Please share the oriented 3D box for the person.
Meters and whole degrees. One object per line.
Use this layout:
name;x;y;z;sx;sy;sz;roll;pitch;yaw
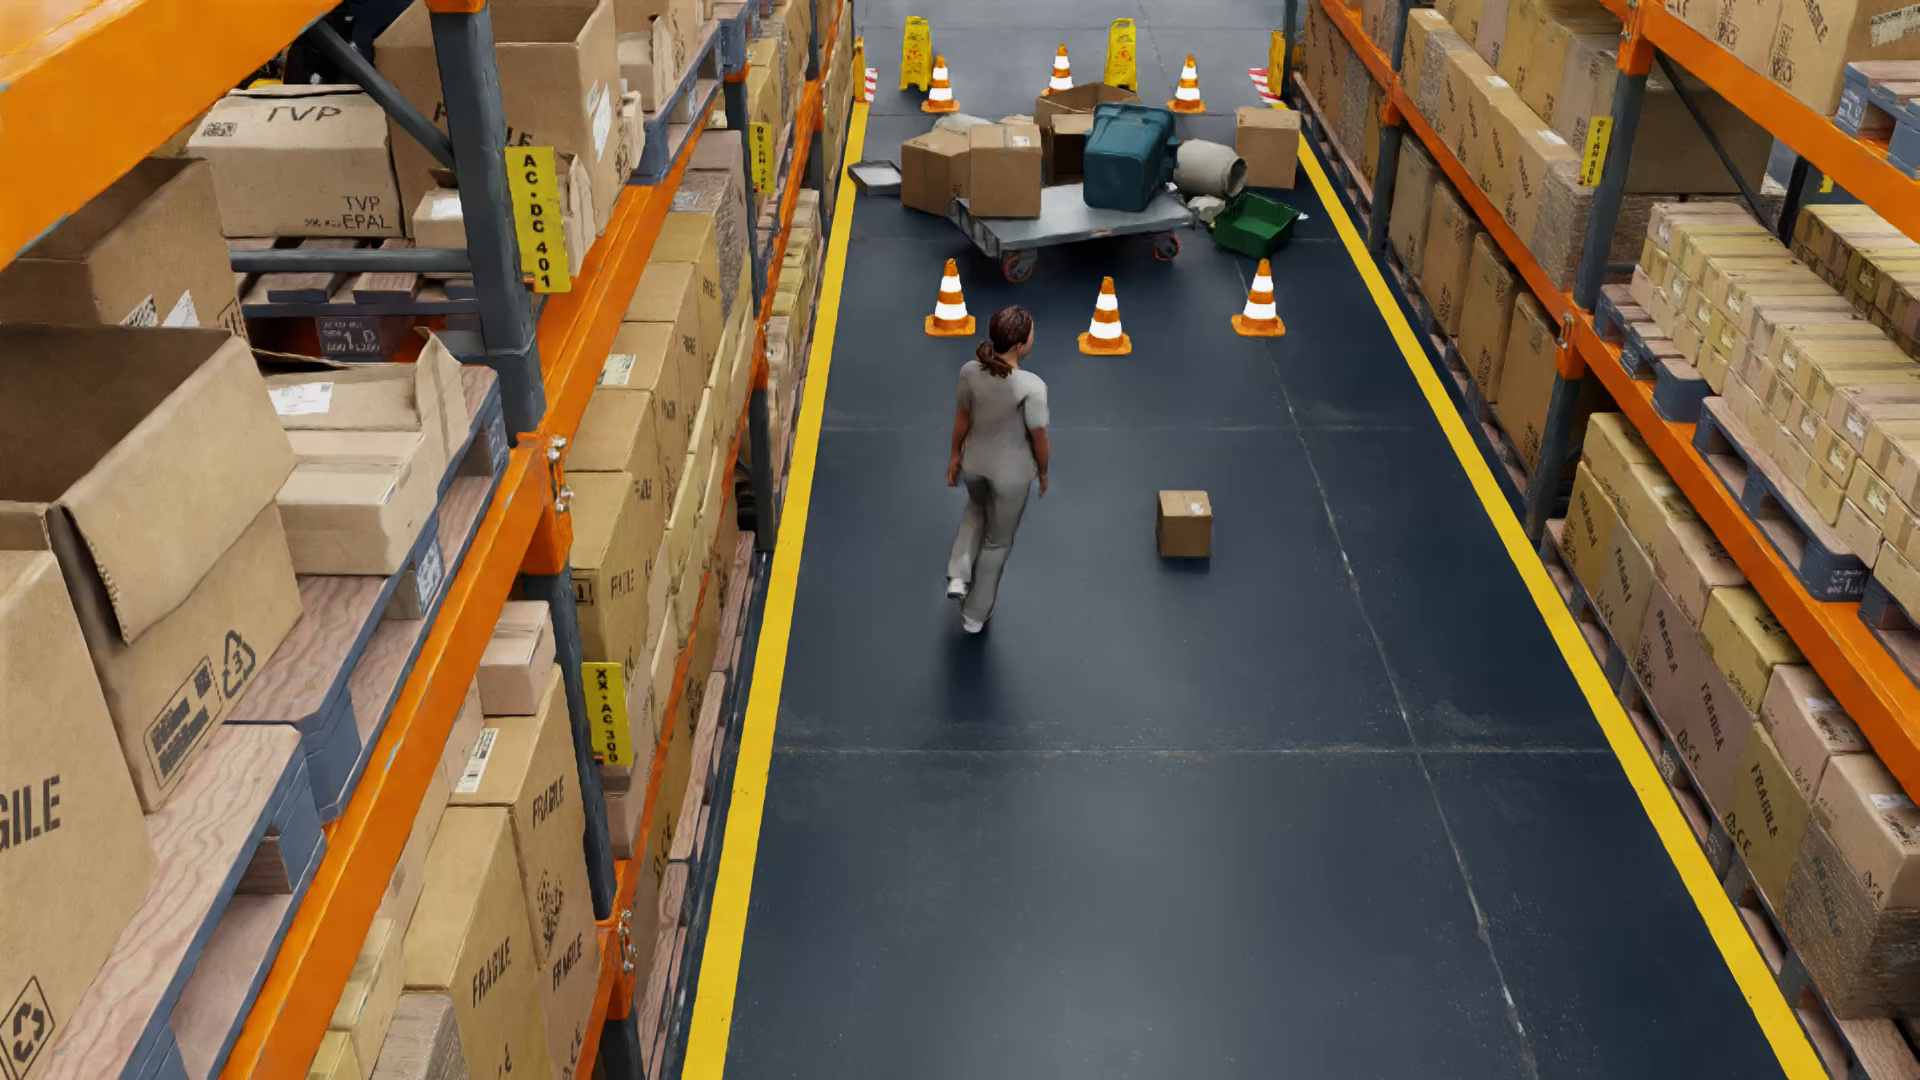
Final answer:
person;0.192;-0.306;7.646;0.515;1.623;0.461;16;35;24
